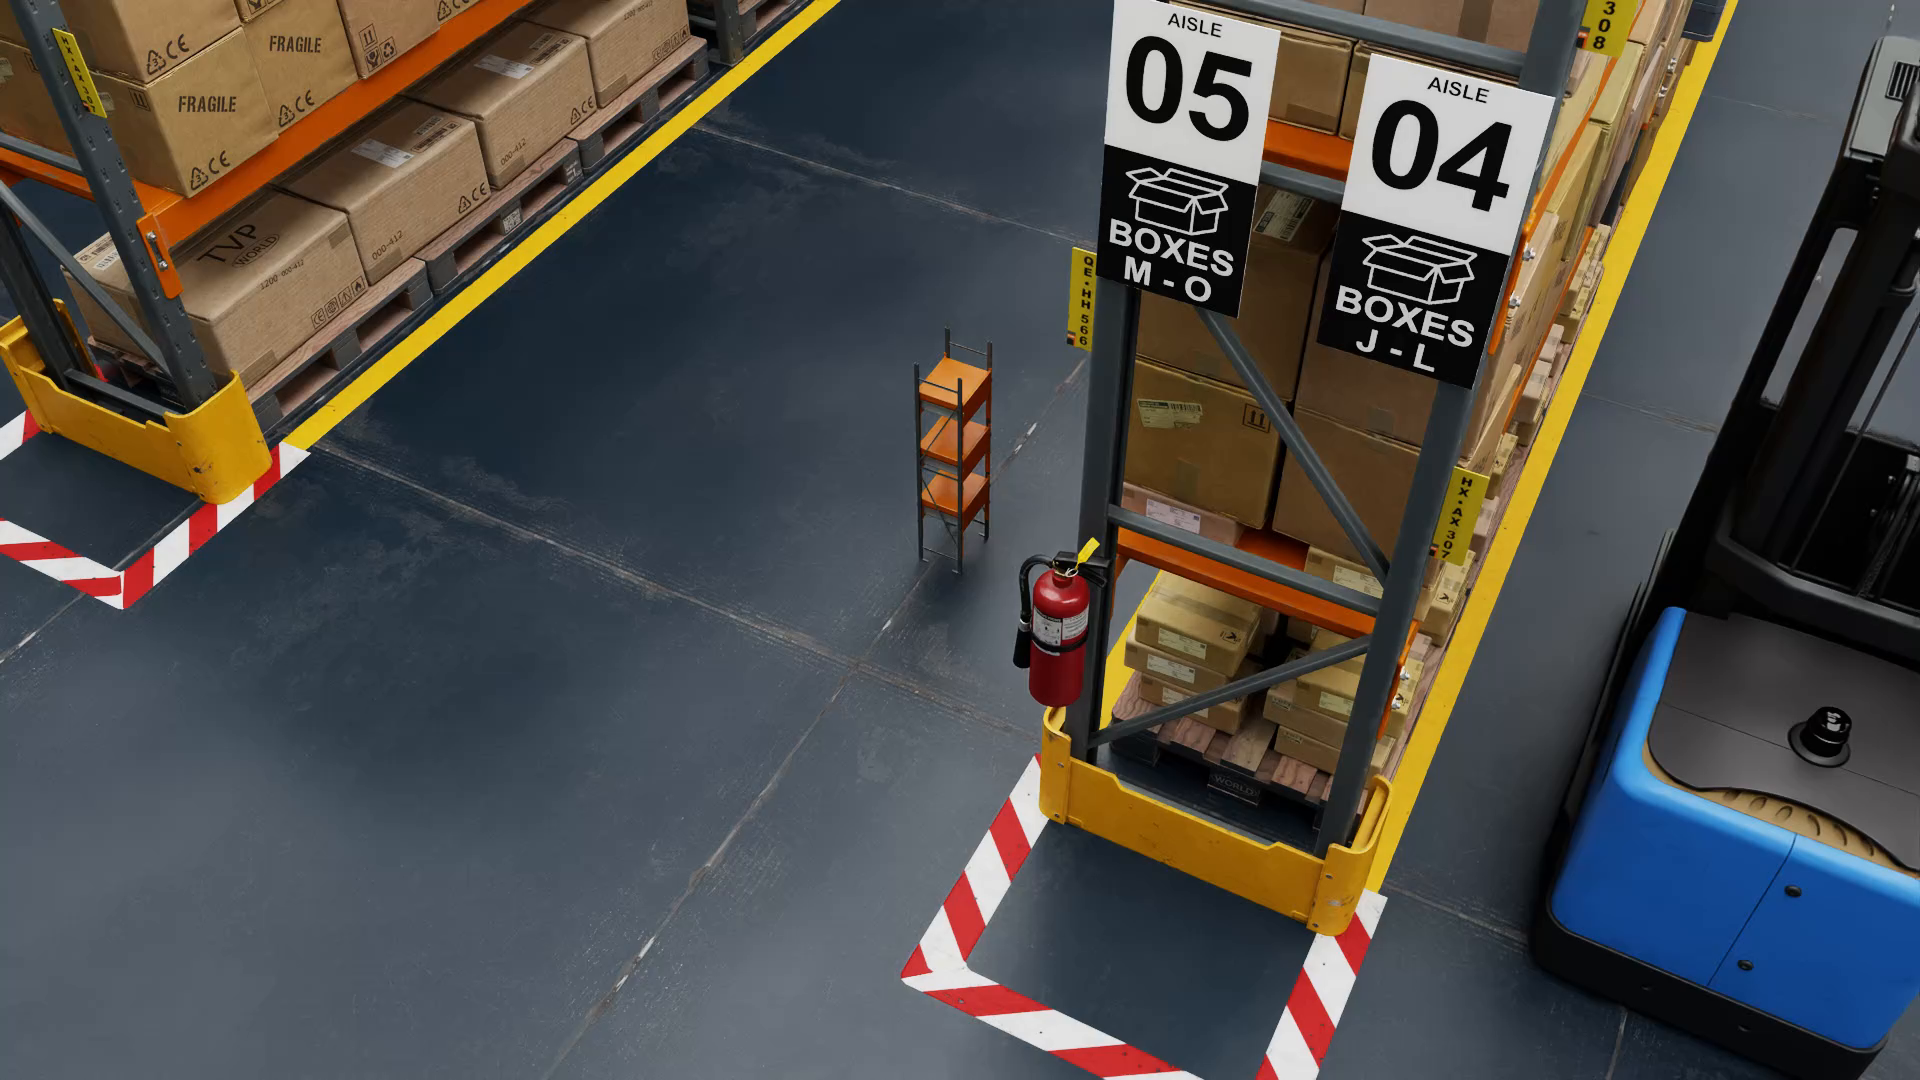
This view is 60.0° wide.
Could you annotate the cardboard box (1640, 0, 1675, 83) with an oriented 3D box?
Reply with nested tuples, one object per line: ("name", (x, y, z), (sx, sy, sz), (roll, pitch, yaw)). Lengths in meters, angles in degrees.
("cardboard box", (2.219, -1.915, 5.831), (0.500, 0.500, 0.500), (22, 49, 20))

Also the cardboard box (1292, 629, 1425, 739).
("cardboard box", (1.371, 0.493, 5.724), (0.380, 0.149, 0.250), (18, 48, 17))

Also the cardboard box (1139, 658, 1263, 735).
("cardboard box", (0.886, 0.520, 6.116), (0.380, 0.149, 0.250), (21, 49, 20))

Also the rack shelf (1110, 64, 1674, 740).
("rack shelf", (1.755, -0.941, 6.357), (1.077, 0.370, 4.000), (20, 49, 19))

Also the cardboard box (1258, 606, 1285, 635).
("cardboard box", (1.015, 0.155, 6.059), (0.380, 0.149, 0.250), (21, 49, 20))

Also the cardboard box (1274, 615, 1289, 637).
("cardboard box", (1.115, 0.186, 6.446), (0.380, 0.149, 0.250), (20, 49, 19))

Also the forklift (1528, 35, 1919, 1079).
("forklift", (3.051, -0.350, 5.315), (1.130, 2.935, 3.031), (21, 49, 20))

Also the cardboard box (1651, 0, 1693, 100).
("cardboard box", (2.709, -2.196, 6.812), (0.500, 0.500, 0.500), (21, 49, 19))

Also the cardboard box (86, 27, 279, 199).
("cardboard box", (-3.128, -1.748, 6.578), (0.500, 0.500, 0.500), (20, 49, 19))

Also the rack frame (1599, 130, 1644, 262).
("rack frame", (2.683, -2.454, 7.346), (1.000, 3.000, 0.127), (20, 49, 19))

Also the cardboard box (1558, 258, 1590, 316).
("cardboard box", (2.556, -1.166, 7.364), (0.380, 0.149, 0.250), (20, 49, 19))

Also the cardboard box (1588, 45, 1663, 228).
("cardboard box", (2.235, -1.556, 6.180), (0.500, 0.500, 0.500), (20, 49, 19))

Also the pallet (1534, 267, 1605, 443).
("pallet", (2.403, -1.039, 7.909), (1.003, 0.211, 1.213), (20, 49, 19))

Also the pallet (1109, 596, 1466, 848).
("pallet", (1.270, 0.498, 6.389), (1.003, 0.211, 1.213), (20, 49, 19))

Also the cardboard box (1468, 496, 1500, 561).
("cardboard box", (1.954, -0.100, 6.729), (0.380, 0.149, 0.250), (18, 48, 17))

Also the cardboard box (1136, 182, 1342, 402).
("cardboard box", (0.819, -0.796, 4.725), (0.500, 0.500, 0.500), (20, 49, 18))

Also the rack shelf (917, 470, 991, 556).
("rack shelf", (-0.025, -0.133, 6.828), (0.215, 0.259, 0.240), (20, 49, 19))

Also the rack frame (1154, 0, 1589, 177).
("rack frame", (0.827, -2.043, 2.722), (1.000, 3.000, 0.127), (20, 49, 19))

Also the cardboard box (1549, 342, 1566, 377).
("cardboard box", (2.543, -0.916, 7.536), (0.380, 0.149, 0.250), (19, 48, 18))

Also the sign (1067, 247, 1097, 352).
("sign", (0.344, -0.648, 4.525), (0.100, 0.325, 0.005), (20, 49, 19))

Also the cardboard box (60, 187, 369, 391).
("cardboard box", (-3.387, -1.201, 7.614), (0.875, 0.438, 0.875), (19, 48, 18))

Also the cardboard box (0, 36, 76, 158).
("cardboard box", (-3.615, -1.931, 6.759), (0.500, 0.500, 0.500), (21, 49, 19))

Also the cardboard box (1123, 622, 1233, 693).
("cardboard box", (0.819, 0.389, 6.037), (0.380, 0.149, 0.250), (19, 48, 18))

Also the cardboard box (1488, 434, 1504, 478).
("cardboard box", (1.521, -0.268, 5.362), (0.380, 0.149, 0.250), (19, 48, 18))

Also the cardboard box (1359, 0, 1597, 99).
("cardboard box", (1.265, -1.309, 3.859), (0.500, 0.250, 0.500), (21, 49, 20))

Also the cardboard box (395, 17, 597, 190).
("cardboard box", (-2.549, -2.348, 8.747), (0.875, 0.438, 0.875), (19, 48, 18))

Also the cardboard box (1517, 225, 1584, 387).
("cardboard box", (1.744, -0.916, 5.546), (0.500, 0.500, 0.500), (21, 49, 20))

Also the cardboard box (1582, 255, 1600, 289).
("cardboard box", (2.704, -1.226, 7.633), (0.380, 0.149, 0.250), (18, 48, 17))

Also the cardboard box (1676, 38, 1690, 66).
("cardboard box", (3.505, -2.701, 8.526), (0.500, 0.250, 0.500), (22, 49, 20))

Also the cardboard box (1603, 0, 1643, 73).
("cardboard box", (1.510, -1.465, 4.365), (0.500, 0.250, 0.500), (22, 49, 20))

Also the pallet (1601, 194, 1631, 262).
("pallet", (3.044, -1.965, 8.823), (1.003, 0.211, 1.213), (20, 49, 19))

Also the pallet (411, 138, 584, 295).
("pallet", (-2.735, -1.820, 8.680), (1.003, 0.211, 1.213), (20, 49, 19))

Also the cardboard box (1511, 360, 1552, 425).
("cardboard box", (2.208, -0.653, 6.857), (0.380, 0.149, 0.250), (19, 48, 18))

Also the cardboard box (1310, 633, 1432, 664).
("cardboard box", (1.474, 0.416, 6.009), (0.380, 0.149, 0.250), (20, 49, 19))

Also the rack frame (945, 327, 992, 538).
("rack frame", (0.032, -0.412, 6.699), (0.200, 1.050, 0.008), (20, 49, 19))

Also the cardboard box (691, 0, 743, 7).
("cardboard box", (-1.531, -3.843, 9.917), (0.875, 0.875, 0.875), (22, 49, 20))

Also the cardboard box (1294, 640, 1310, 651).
("cardboard box", (1.402, 0.504, 6.132), (0.380, 0.149, 0.250), (20, 49, 19))

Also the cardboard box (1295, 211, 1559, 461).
("cardboard box", (1.270, -0.621, 4.552), (0.500, 0.500, 0.500), (20, 49, 19))

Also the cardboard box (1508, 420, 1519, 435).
("cardboard box", (2.142, -0.446, 7.071), (0.380, 0.149, 0.250), (21, 49, 20))

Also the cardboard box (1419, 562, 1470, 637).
("cardboard box", (1.623, 0.163, 6.050), (0.380, 0.149, 0.250), (20, 49, 19))

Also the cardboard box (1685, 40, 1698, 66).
("cardboard box", (3.991, -3.078, 9.425), (0.500, 0.500, 0.500), (18, 48, 17))

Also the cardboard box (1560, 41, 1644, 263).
("cardboard box", (1.760, -1.261, 5.185), (0.500, 0.500, 0.500), (19, 48, 18))

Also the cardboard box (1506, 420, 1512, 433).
("cardboard box", (2.149, -0.597, 7.011), (0.380, 0.149, 0.250), (18, 48, 17))

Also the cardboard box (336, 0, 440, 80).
("cardboard box", (-2.665, -2.390, 7.213), (0.500, 0.500, 0.500), (20, 49, 19))

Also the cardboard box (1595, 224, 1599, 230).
("cardboard box", (2.749, -1.499, 7.693), (0.380, 0.149, 0.250), (22, 49, 20))

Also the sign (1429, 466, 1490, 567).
("sign", (1.307, -0.060, 4.371), (0.100, 0.325, 0.005), (20, 49, 19))

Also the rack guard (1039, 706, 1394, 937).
("rack guard", (0.862, 0.897, 5.792), (1.175, 0.500, 0.348), (20, 49, 19))

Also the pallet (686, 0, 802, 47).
("pallet", (-1.456, -3.556, 10.396), (1.003, 0.211, 1.213), (20, 49, 19))

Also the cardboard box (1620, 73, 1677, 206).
("cardboard box", (3.261, -2.101, 8.460), (0.500, 0.500, 0.500), (22, 49, 21))

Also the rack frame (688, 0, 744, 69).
("rack frame", (-1.748, -4.025, 8.899), (1.000, 3.000, 0.127), (20, 49, 19))

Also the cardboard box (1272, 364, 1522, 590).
("cardboard box", (1.280, -0.266, 4.904), (0.500, 0.500, 0.500), (23, 50, 21))

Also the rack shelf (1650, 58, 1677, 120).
("rack shelf", (3.612, -3.461, 8.848), (1.077, 0.370, 4.000), (20, 49, 19))

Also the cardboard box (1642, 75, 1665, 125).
("cardboard box", (2.735, -1.910, 6.986), (0.380, 0.149, 0.250), (19, 48, 18))

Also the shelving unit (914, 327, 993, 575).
("shelving unit", (-0.025, -0.335, 6.623), (0.215, 1.050, 0.252), (20, 49, 19))

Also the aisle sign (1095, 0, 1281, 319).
("aisle sign", (0.527, -0.901, 3.984), (0.394, 0.787, 0.004), (20, 49, 19))

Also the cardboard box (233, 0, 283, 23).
("cardboard box", (-2.896, -2.428, 6.547), (0.500, 0.500, 0.500), (19, 48, 18))
